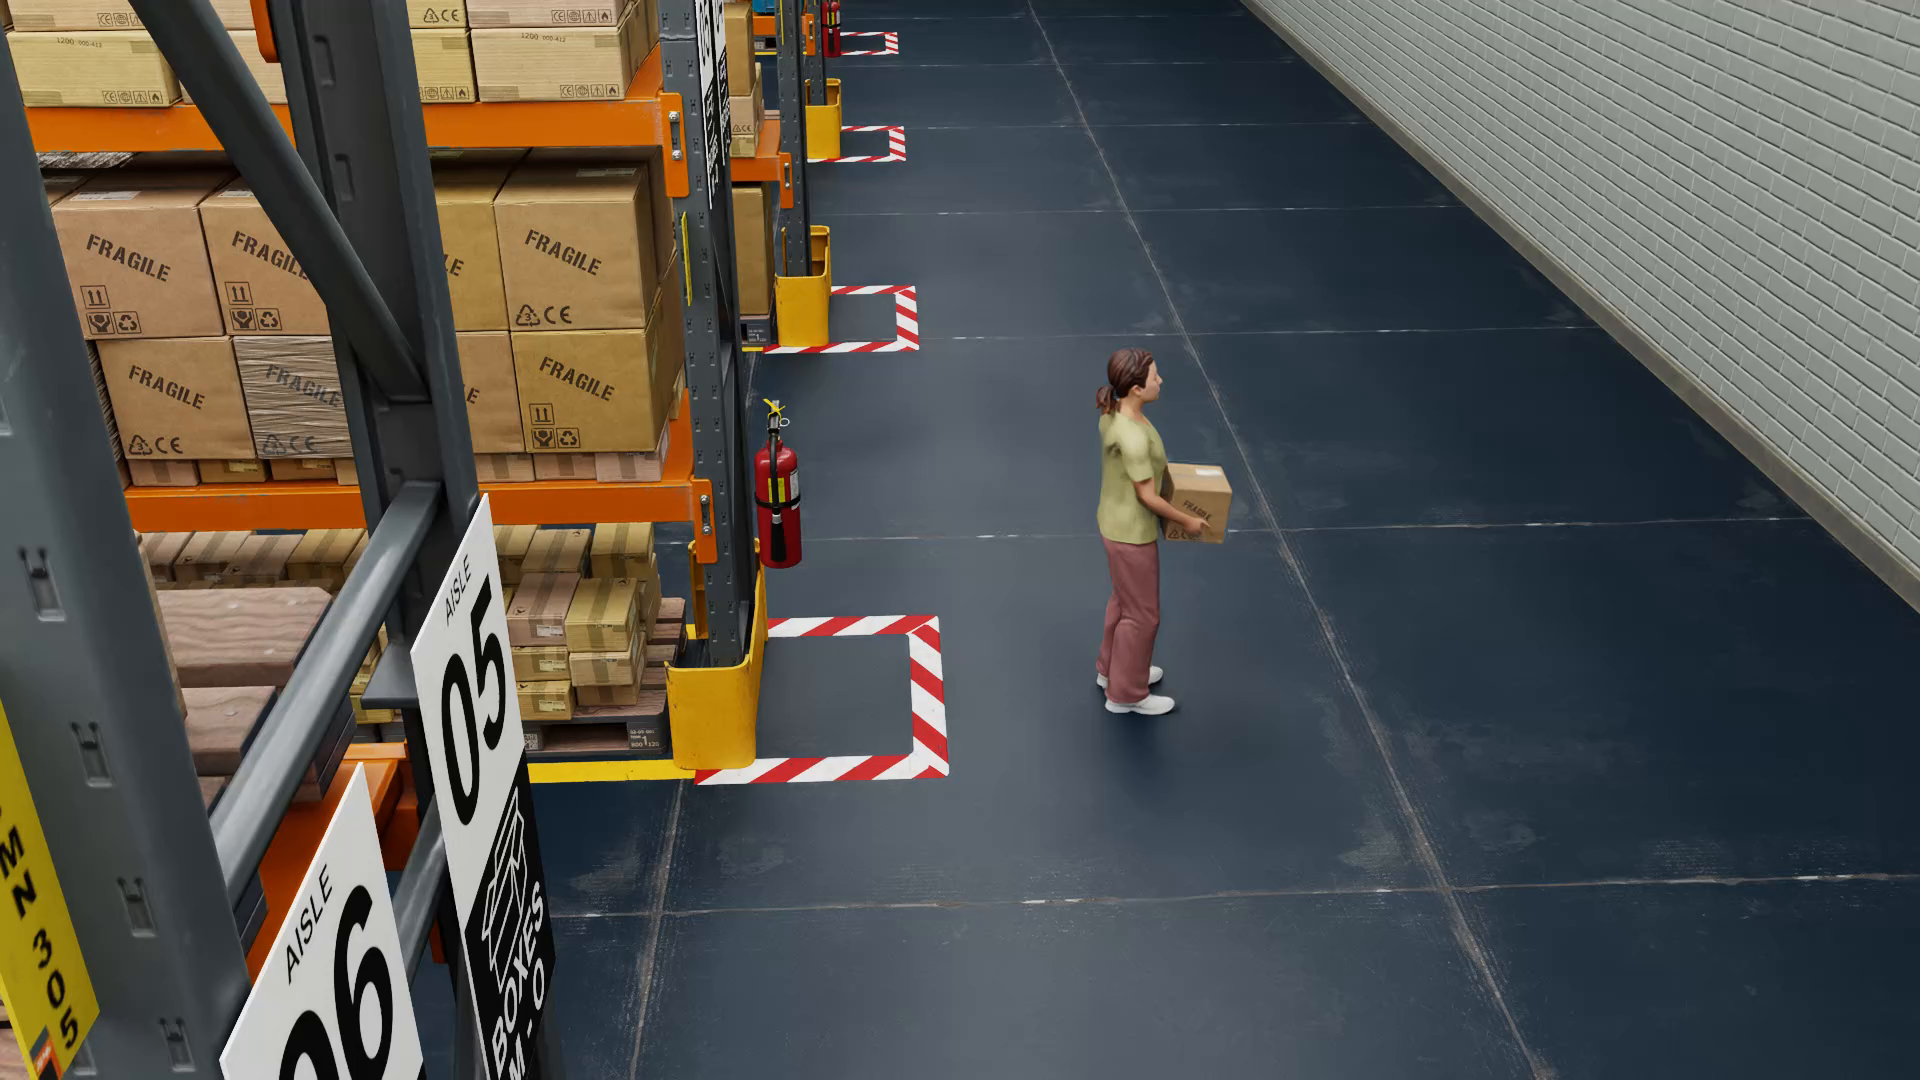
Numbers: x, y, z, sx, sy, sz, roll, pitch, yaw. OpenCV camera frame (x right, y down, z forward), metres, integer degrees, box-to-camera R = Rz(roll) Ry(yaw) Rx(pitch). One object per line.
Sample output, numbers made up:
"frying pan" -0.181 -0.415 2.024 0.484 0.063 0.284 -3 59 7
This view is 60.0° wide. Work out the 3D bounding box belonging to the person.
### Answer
"person" 0.804 -0.041 7.198 0.511 1.673 0.456 -2 28 -3
